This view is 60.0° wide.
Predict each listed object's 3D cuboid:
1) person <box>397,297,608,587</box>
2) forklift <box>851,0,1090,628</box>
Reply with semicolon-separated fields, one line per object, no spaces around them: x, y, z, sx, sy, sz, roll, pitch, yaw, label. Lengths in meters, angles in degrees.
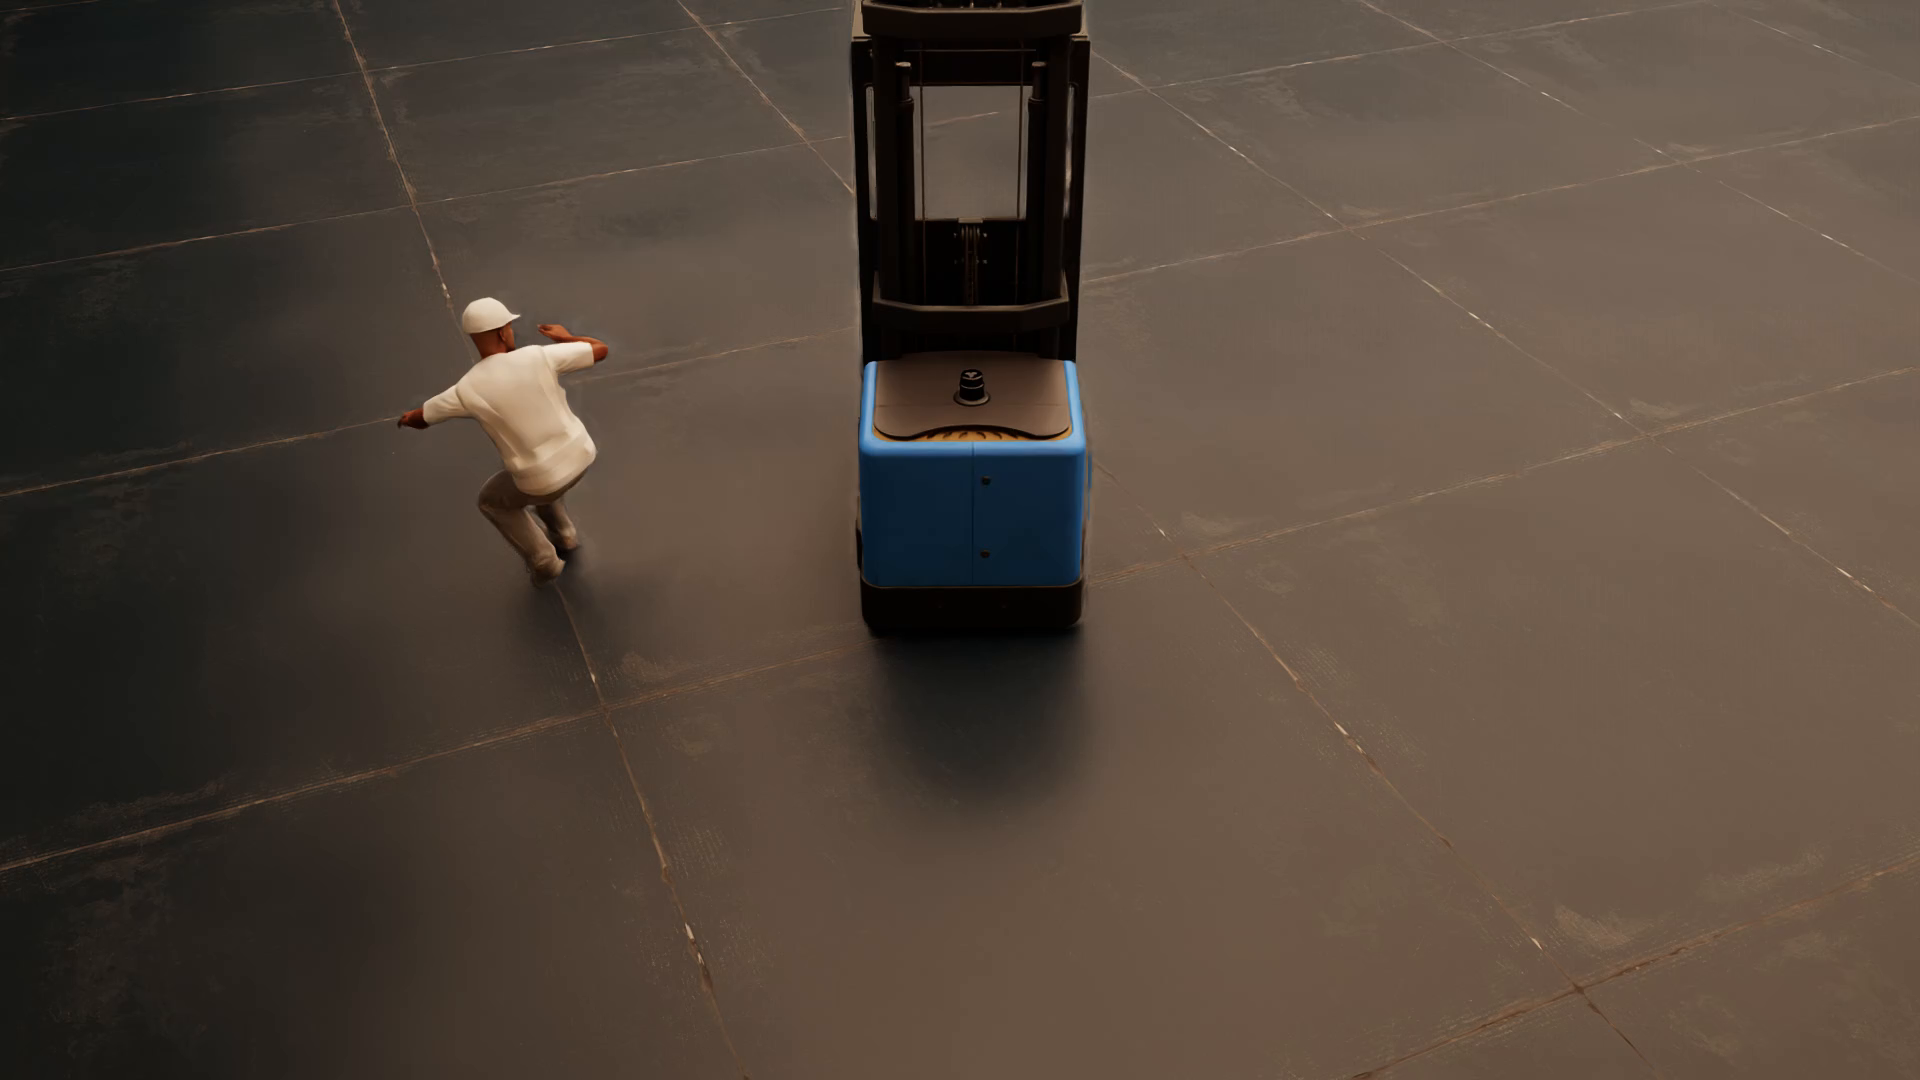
-2.183;-0.538;8.119;0.991;1.477;0.837;28;44;33;person
0.045;-1.596;8.343;1.130;2.935;3.031;0;35;0;forklift
